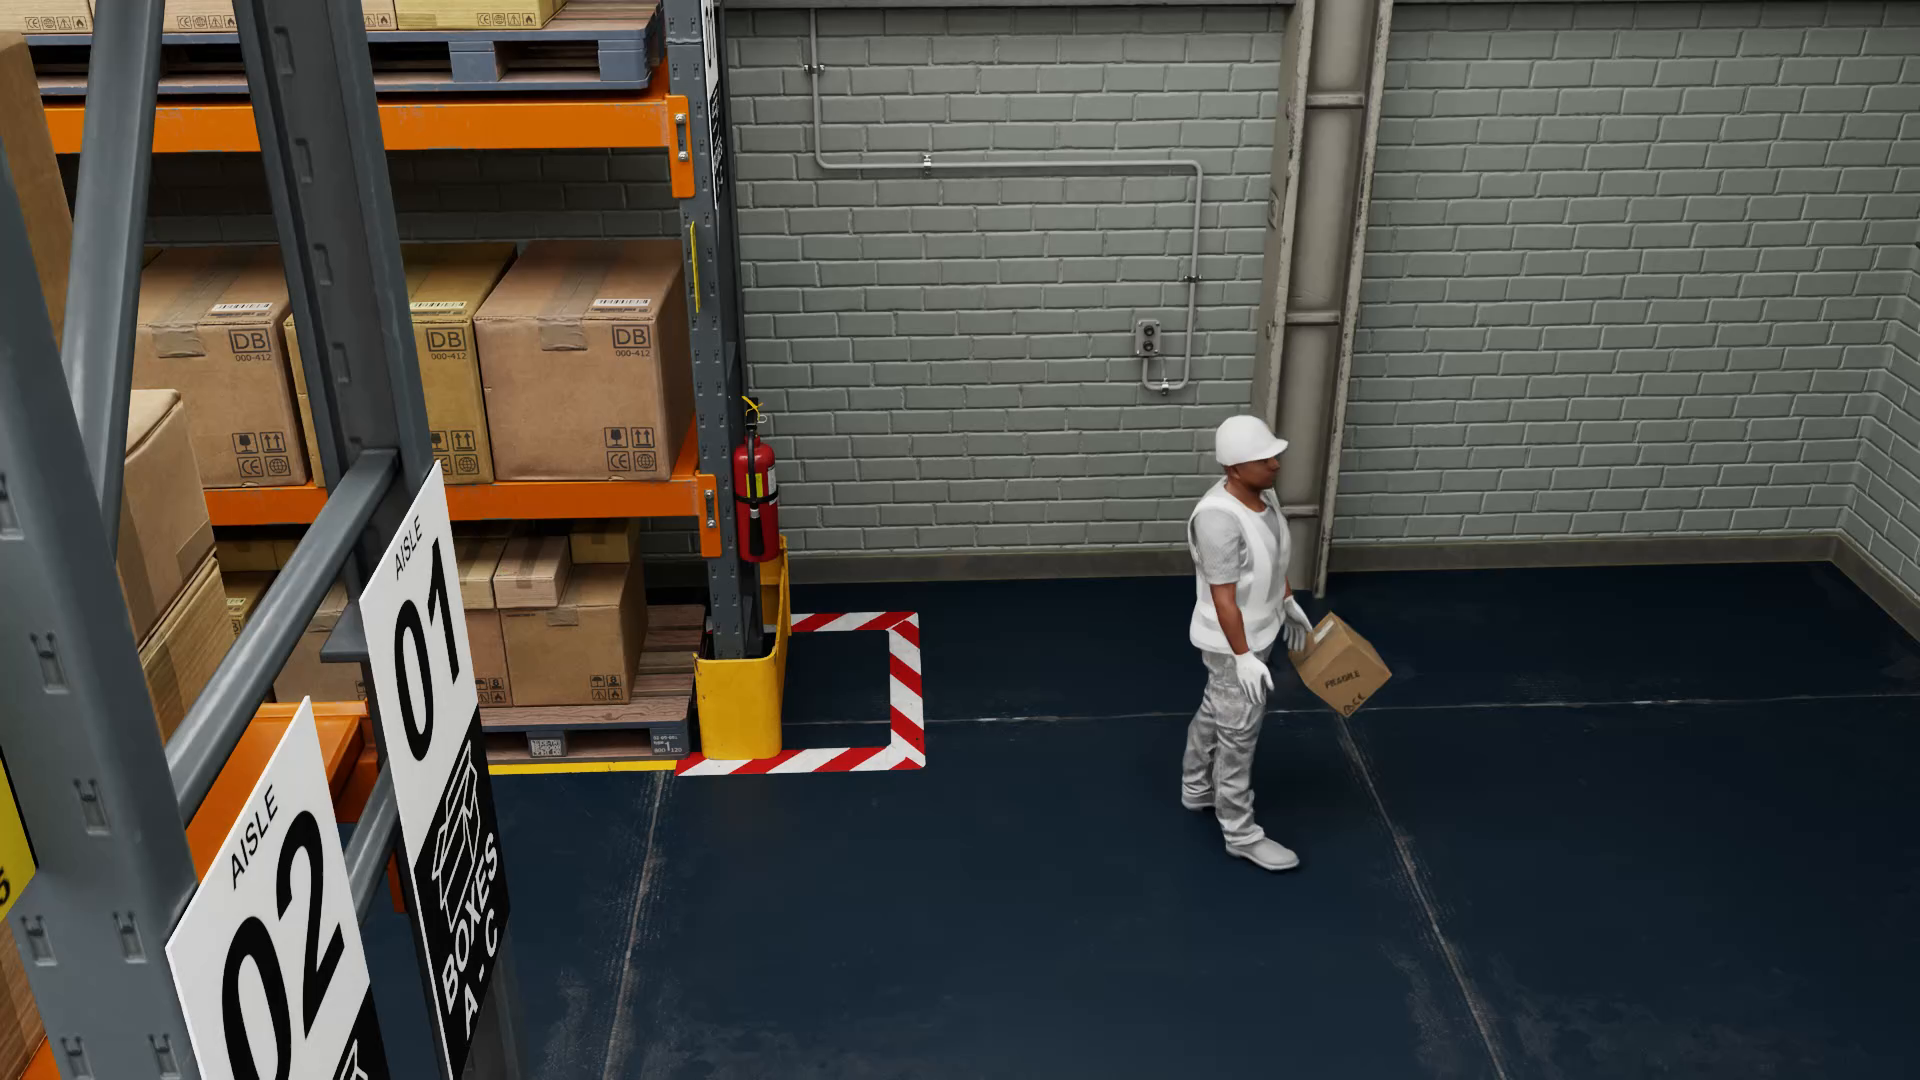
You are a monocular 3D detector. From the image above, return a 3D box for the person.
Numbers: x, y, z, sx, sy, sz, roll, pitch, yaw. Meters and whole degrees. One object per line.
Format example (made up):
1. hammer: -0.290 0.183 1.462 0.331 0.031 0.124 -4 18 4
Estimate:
1. person: 1.139 0.379 6.354 0.574 1.790 0.603 12 30 22
